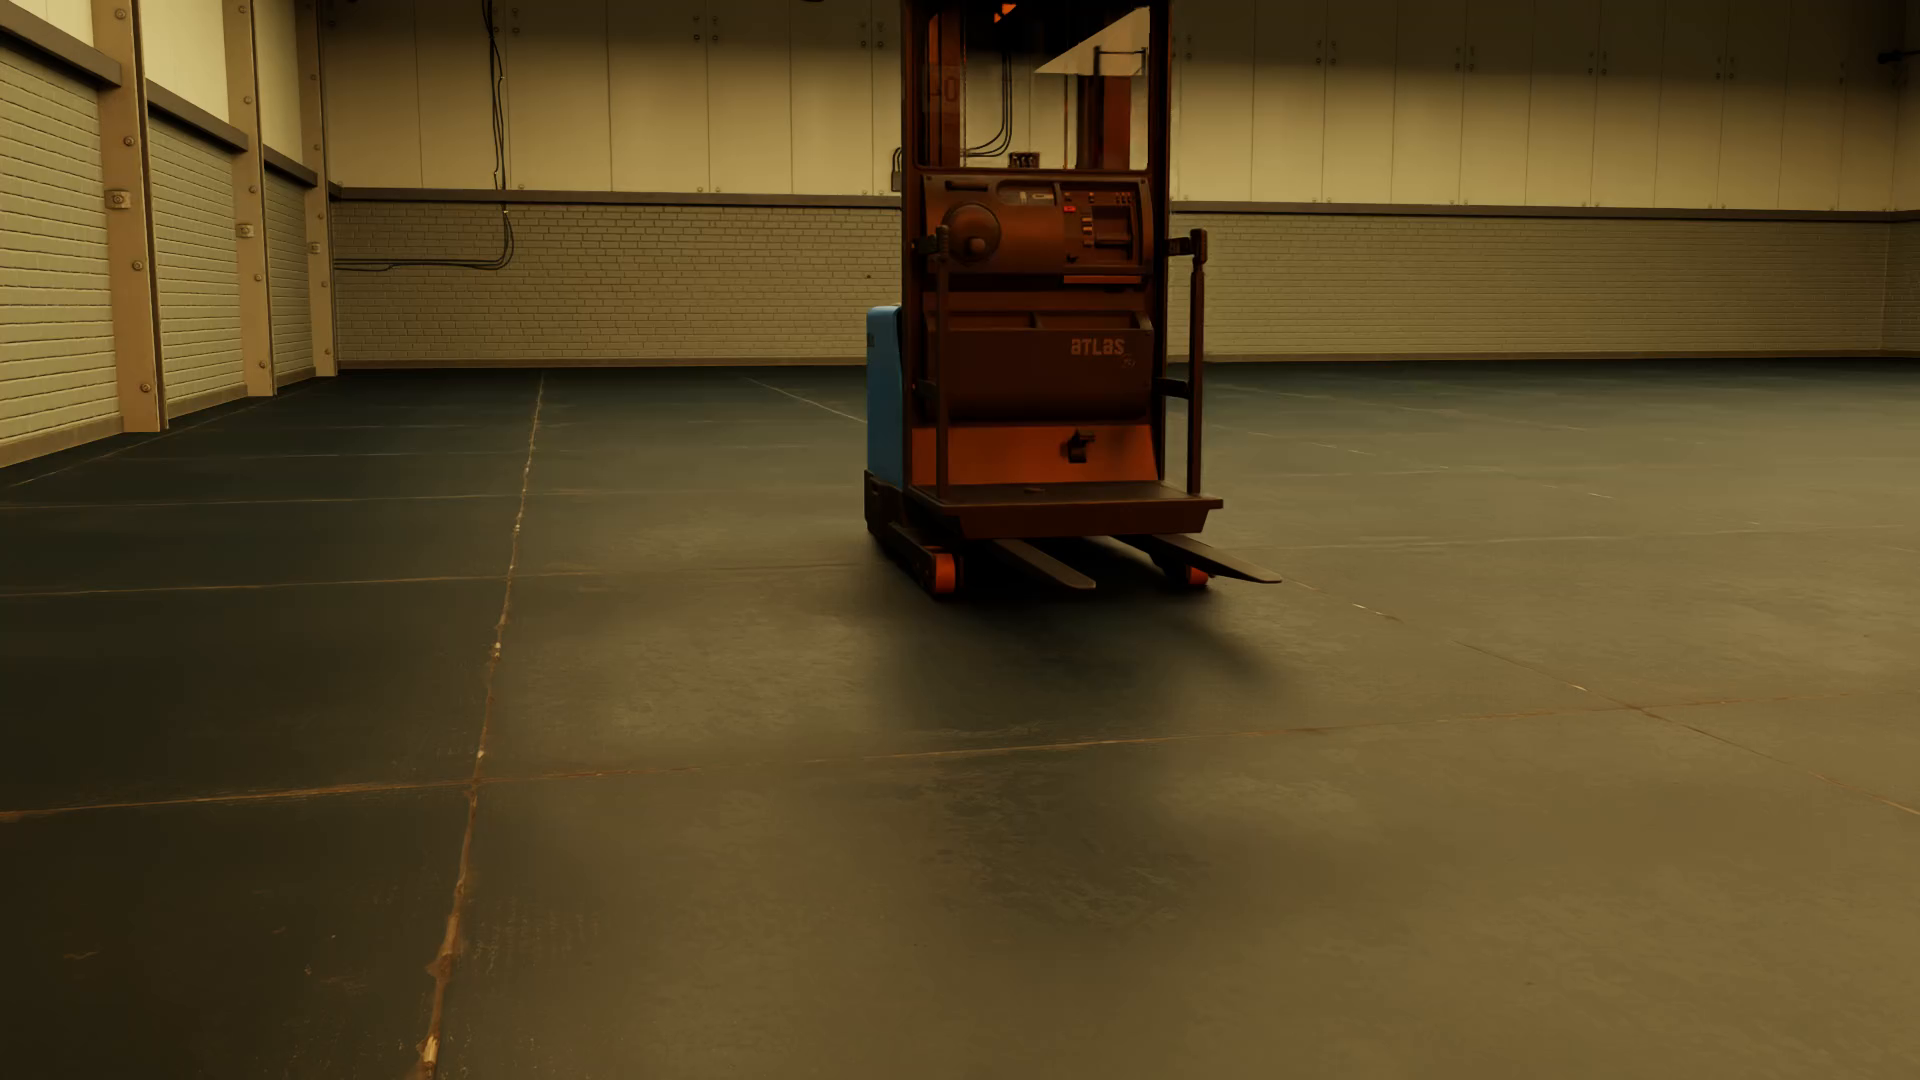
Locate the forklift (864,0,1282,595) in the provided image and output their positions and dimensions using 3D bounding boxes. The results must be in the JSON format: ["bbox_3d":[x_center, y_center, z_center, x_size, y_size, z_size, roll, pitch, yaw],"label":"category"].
[{"bbox_3d":[0.361,-1.299,6.415,1.130,2.935,3.031,-2,8,-12],"label":"forklift"}]
